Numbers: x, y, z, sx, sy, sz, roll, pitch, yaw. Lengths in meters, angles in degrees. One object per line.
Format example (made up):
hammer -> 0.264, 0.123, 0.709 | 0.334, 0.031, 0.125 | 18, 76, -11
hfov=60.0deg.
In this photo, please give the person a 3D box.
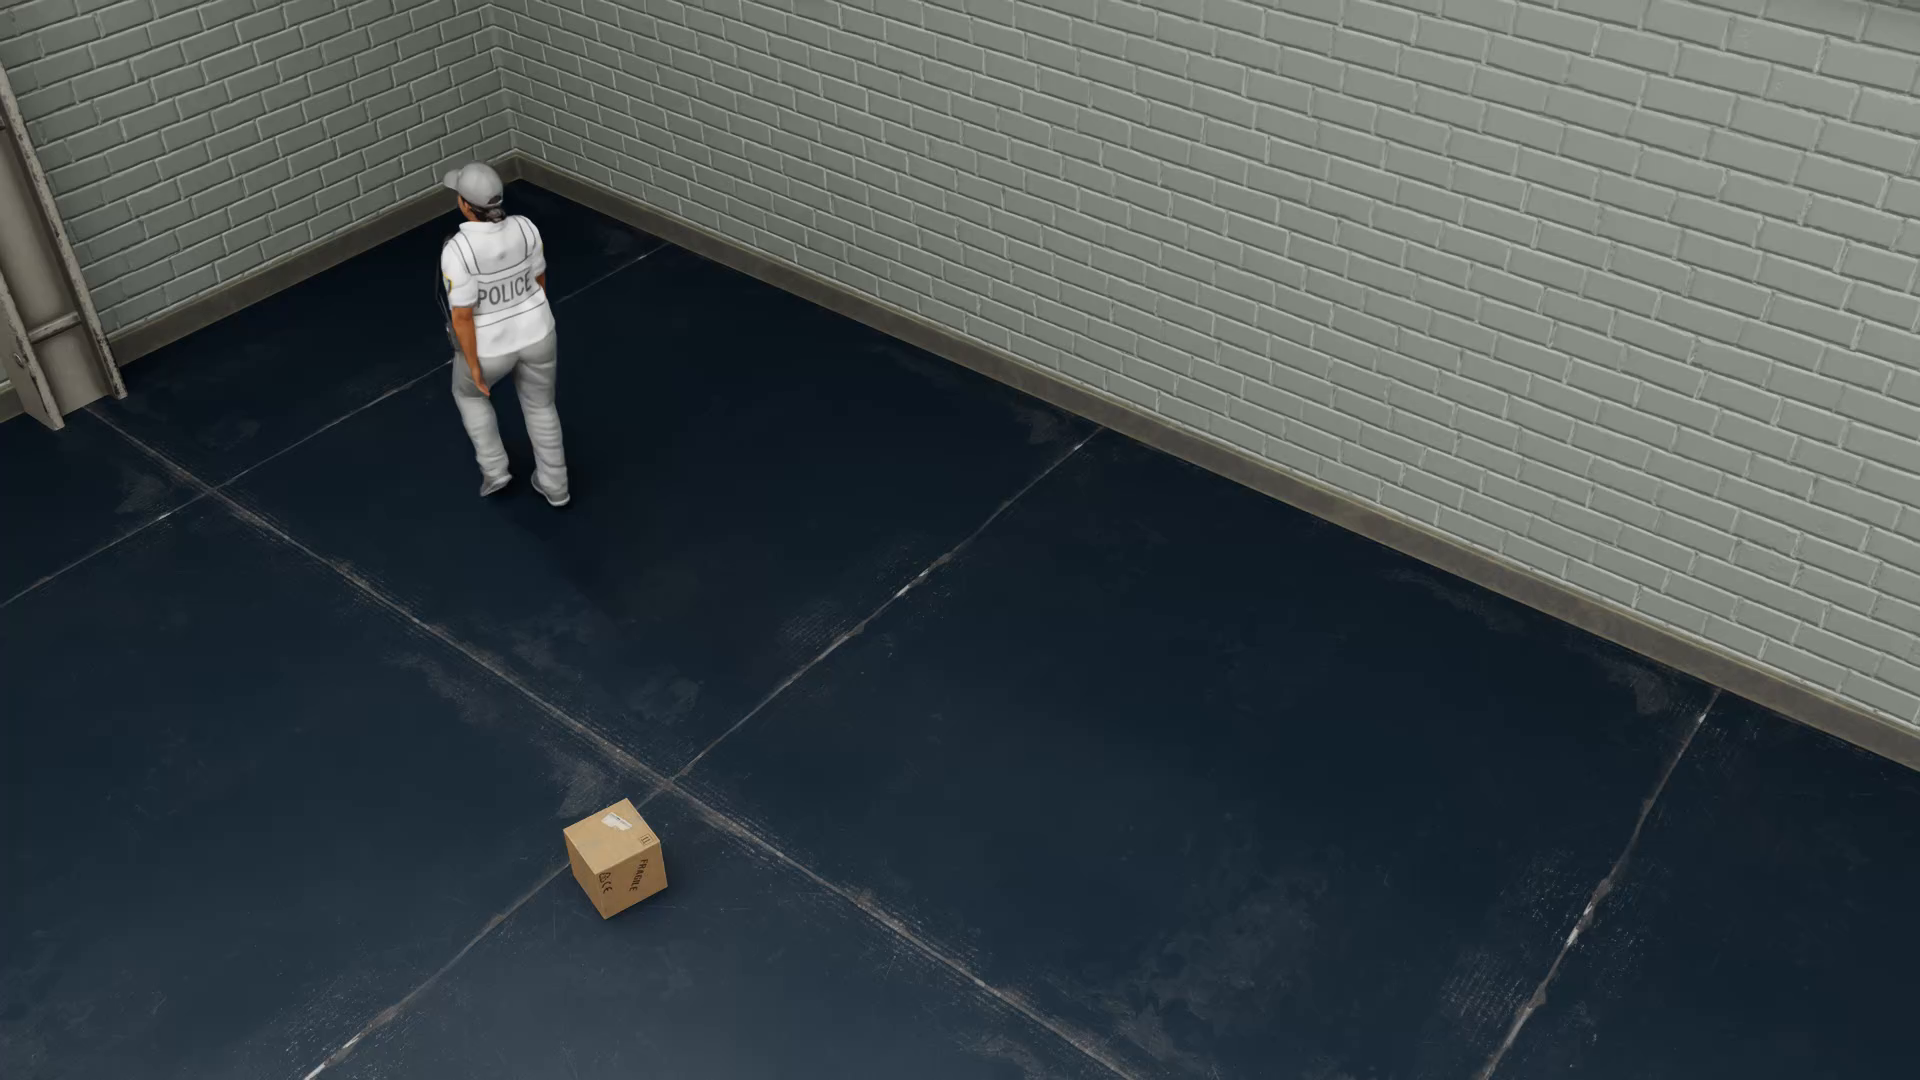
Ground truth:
person -> -1.989, -0.862, 7.235 | 0.479, 1.725, 0.489 | -25, 45, -27
